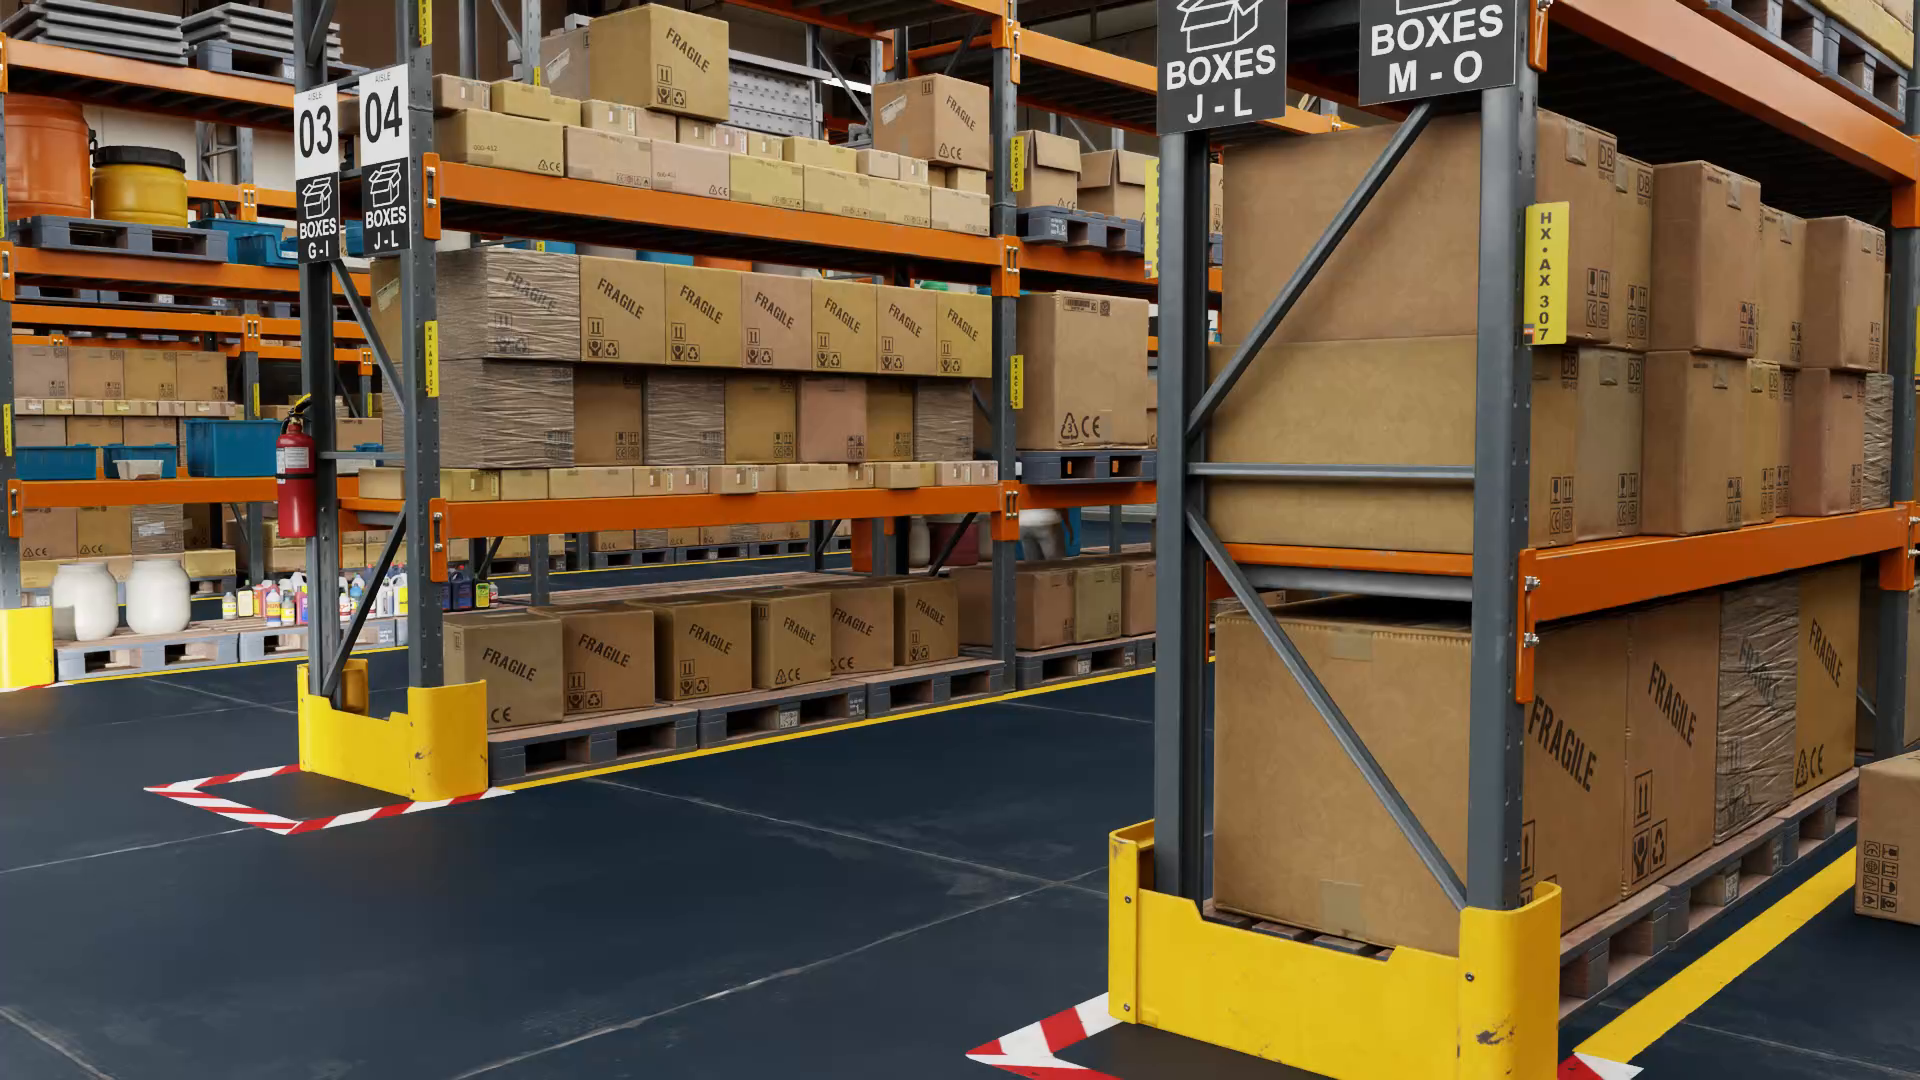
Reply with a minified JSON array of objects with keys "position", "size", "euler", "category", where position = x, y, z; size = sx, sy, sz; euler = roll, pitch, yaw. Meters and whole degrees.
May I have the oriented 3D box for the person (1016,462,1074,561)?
[{"position":[0.651,-0.132,13.568],"size":[0.577,1.748,0.810],"euler":[3,4,36],"category":"person"}]
